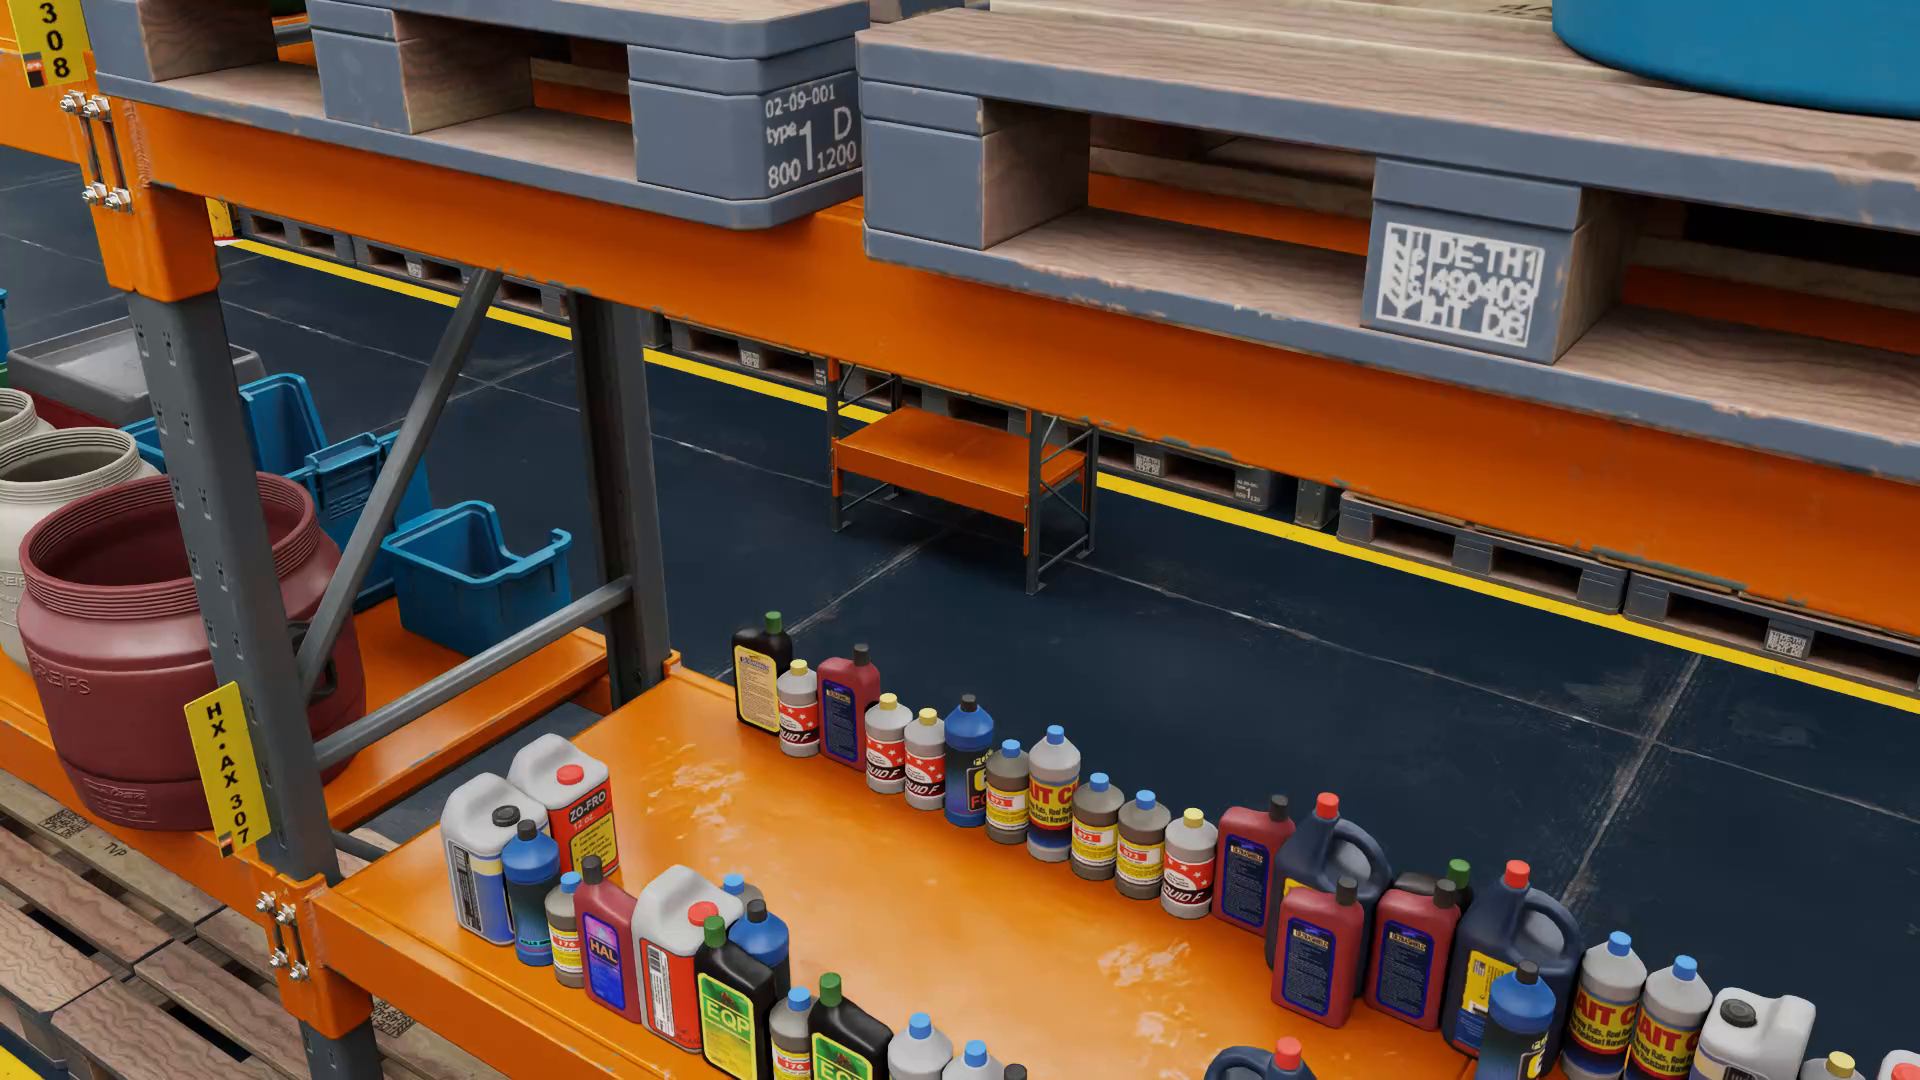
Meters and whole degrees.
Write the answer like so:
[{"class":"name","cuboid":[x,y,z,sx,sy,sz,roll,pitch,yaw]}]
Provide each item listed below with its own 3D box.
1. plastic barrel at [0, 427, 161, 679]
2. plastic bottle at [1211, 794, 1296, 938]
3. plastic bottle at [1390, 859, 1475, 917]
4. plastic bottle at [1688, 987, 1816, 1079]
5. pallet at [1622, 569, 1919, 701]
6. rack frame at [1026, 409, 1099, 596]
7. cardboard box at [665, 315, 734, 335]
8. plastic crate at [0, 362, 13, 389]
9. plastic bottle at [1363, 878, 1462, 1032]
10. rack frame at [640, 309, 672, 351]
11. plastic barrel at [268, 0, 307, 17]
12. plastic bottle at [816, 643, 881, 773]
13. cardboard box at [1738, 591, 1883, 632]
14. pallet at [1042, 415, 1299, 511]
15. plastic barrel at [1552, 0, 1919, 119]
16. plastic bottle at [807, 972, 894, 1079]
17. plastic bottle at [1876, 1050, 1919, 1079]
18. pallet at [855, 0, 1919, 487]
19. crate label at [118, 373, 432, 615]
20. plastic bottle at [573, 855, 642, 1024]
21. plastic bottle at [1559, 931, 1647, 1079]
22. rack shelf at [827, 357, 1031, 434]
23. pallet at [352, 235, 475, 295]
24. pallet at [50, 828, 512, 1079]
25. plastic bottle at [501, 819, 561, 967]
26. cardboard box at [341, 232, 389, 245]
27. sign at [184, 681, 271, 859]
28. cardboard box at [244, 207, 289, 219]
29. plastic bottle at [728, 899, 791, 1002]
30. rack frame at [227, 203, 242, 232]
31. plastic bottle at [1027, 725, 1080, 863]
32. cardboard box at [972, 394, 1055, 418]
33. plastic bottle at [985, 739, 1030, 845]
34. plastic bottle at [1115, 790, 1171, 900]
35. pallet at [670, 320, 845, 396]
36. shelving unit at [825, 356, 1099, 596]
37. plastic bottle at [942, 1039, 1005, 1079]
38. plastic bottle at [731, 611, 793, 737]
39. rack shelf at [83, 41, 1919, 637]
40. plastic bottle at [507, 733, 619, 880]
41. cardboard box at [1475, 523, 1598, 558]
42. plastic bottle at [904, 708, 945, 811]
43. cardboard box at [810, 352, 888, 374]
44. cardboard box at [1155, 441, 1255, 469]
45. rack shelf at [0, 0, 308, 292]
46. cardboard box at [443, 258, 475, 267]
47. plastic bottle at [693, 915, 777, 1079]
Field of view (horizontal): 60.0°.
[{"class":"plastic barrel","cuboid":[-1.962,0.042,3.737,0.421,0.512,0.421,0,27,0]},{"class":"plastic bottle","cuboid":[0.524,0.566,2.959,0.133,0.283,0.061,17,32,30]},{"class":"plastic bottle","cuboid":[0.786,0.648,2.799,0.133,0.283,0.061,17,32,30]},{"class":"plastic bottle","cuboid":[1.184,0.800,2.508,0.135,0.276,0.152,17,32,30]},{"class":"pallet","cuboid":[3.410,0.188,6.649,1.213,0.211,1.003,17,32,30]},{"class":"rack frame","cuboid":[0.425,-0.369,6.735,0.032,1.125,0.500,17,32,30]},{"class":"cardboard box","cuboid":[-1.291,-1.367,9.198,0.500,0.250,0.500,16,31,29]},{"class":"plastic crate","cuboid":[-2.695,-0.315,4.795,0.662,0.188,0.450,17,32,30]},{"class":"plastic bottle","cuboid":[0.752,0.671,2.754,0.133,0.283,0.061,17,32,30]},{"class":"rack frame","cuboid":[-1.483,-2.602,9.055,0.127,3.000,1.000,17,32,30]},{"class":"plastic barrel","cuboid":[-1.226,-1.036,2.842,0.294,0.245,0.294,0,27,0]},{"class":"plastic bottle","cuboid":[-0.228,0.332,3.419,0.133,0.283,0.061,17,32,30]},{"class":"cardboard box","cuboid":[3.306,-0.038,6.288,0.500,0.500,0.500,16,31,29]},{"class":"pallet","cuboid":[1.158,-0.558,8.114,1.213,0.211,1.003,17,32,30]},{"class":"plastic barrel","cuboid":[0.810,-0.825,1.241,0.708,0.901,0.600,17,32,30]},{"class":"plastic bottle","cuboid":[-0.163,0.790,2.520,0.133,0.283,0.061,17,32,30]},{"class":"plastic bottle","cuboid":[1.375,0.860,2.391,0.135,0.276,0.152,17,32,30]},{"class":"pallet","cuboid":[0.666,-0.404,1.638,1.213,0.211,1.003,17,32,30]},{"class":"crate label","cuboid":[-1.659,-0.096,4.092,0.616,0.435,0.502,17,32,30]},{"class":"plastic bottle","cuboid":[-0.574,0.662,2.771,0.133,0.283,0.061,17,32,30]},{"class":"plastic bottle","cuboid":[1.023,0.737,2.636,0.097,0.271,0.097,0,27,0]},{"class":"rack shelf","cuboid":[0.006,-0.760,6.859,1.000,0.278,0.538,17,32,30]},{"class":"pallet","cuboid":[-3.124,-1.892,10.735,1.213,0.211,1.003,17,32,30]},{"class":"pallet","cuboid":[-1.610,1.305,4.452,1.213,0.211,1.003,17,32,30]},{"class":"plastic bottle","cuboid":[-0.739,0.605,2.895,0.097,0.271,0.097,0,27,0]},{"class":"cardboard box","cuboid":[-3.638,-2.114,10.666,0.500,0.250,0.500,17,32,30]},{"class":"sign","cuboid":[-1.299,0.411,2.955,0.005,0.325,0.100,17,32,30]},{"class":"cardboard box","cuboid":[-4.464,-2.370,11.168,0.500,0.250,0.500,17,32,30]},{"class":"plastic bottle","cuboid":[-0.324,0.702,2.706,0.097,0.271,0.097,0,27,0]},{"class":"rack frame","cuboid":[-4.780,-3.629,11.074,0.127,3.000,1.000,17,32,30]},{"class":"plastic bottle","cuboid":[0.178,0.474,3.154,0.097,0.271,0.097,0,27,0]},{"class":"cardboard box","cuboid":[0.403,-0.842,8.165,0.500,0.250,0.500,18,32,31]},{"class":"plastic bottle","cuboid":[0.097,0.480,3.219,0.097,0.201,0.097,0,27,0]},{"class":"plastic bottle","cuboid":[0.338,0.555,3.072,0.097,0.201,0.097,0,27,0]},{"class":"pallet","cuboid":[-0.853,-1.185,9.345,1.213,0.211,1.003,17,32,30]},{"class":"shelving unit","cuboid":[0.006,-0.500,6.991,1.048,1.125,0.538,17,32,30]},{"class":"plastic bottle","cuboid":[0.022,0.843,2.429,0.097,0.271,0.097,0,27,0]},{"class":"plastic bottle","cuboid":[-0.418,0.273,3.536,0.133,0.283,0.061,17,32,30]},{"class":"rack shelf","cuboid":[0.655,-0.226,1.874,4.000,0.370,1.077,17,32,30]},{"class":"plastic bottle","cuboid":[-0.733,0.507,3.084,0.135,0.276,0.152,17,32,30]},{"class":"cardboard box","cuboid":[2.462,-0.301,6.805,0.500,0.500,0.500,16,31,29]},{"class":"plastic bottle","cuboid":[-0.063,0.430,3.317,0.097,0.201,0.097,0,27,0]},{"class":"cardboard box","cuboid":[-0.442,-1.104,8.680,0.500,0.250,0.500,16,31,29]},{"class":"cardboard box","cuboid":[1.243,-0.580,7.652,0.500,0.250,0.500,18,32,31]},{"class":"rack shelf","cuboid":[-2.642,-1.254,3.892,4.000,0.370,1.077,17,32,30]},{"class":"cardboard box","cuboid":[-2.816,-1.856,10.158,0.500,0.250,0.500,17,32,30]},{"class":"plastic bottle","cuboid":[-0.354,0.730,2.636,0.133,0.283,0.061,17,32,30]}]
